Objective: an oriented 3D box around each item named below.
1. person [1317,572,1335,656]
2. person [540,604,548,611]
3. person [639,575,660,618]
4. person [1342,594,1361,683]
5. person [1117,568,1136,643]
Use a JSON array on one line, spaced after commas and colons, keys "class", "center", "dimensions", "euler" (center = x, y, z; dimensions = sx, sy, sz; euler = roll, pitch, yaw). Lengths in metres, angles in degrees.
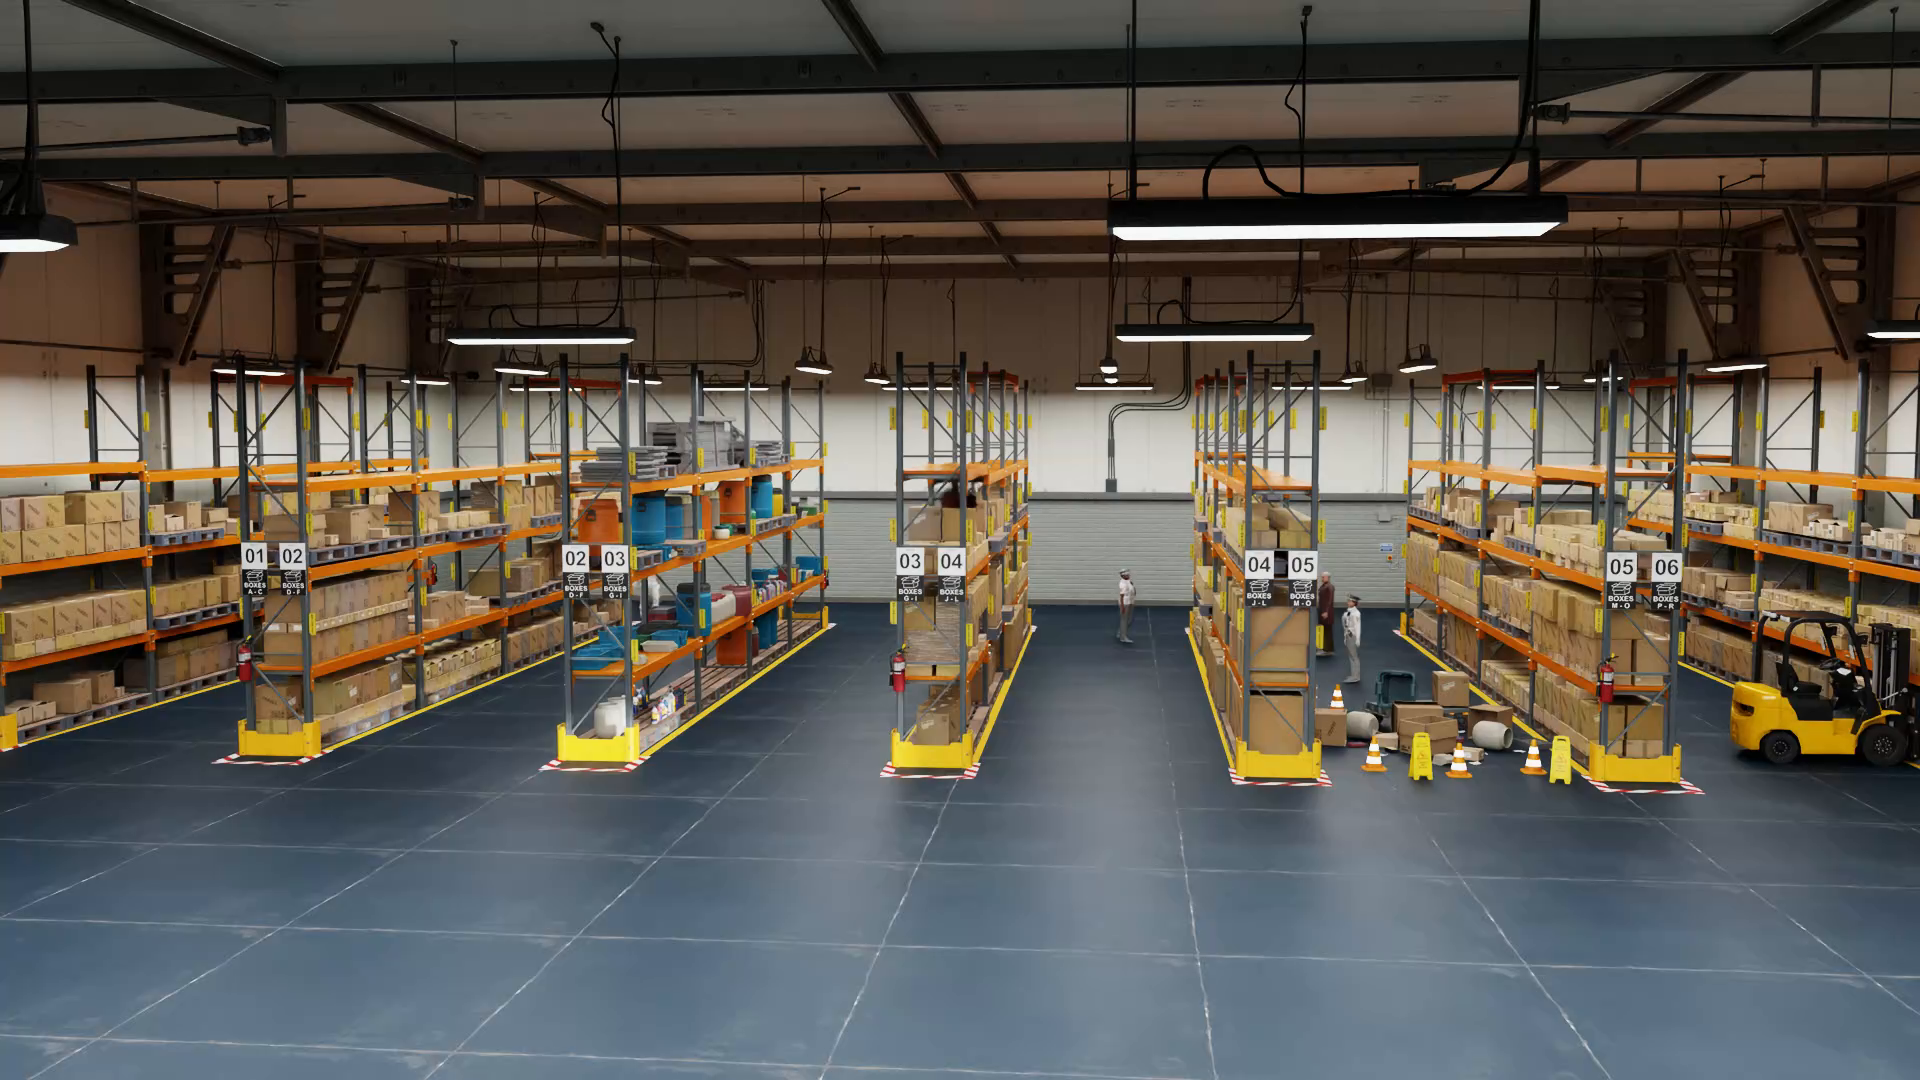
[{"class": "person", "center": [7.817, 1.572, 35.594], "dimensions": [0.391, 1.784, 0.604], "euler": [0, 4, 3]}, {"class": "person", "center": [-10.585, 1.178, 41.697], "dimensions": [0.848, 1.731, 0.662], "euler": [-2, 4, -21]}, {"class": "person", "center": [-7.783, 1.153, 41.840], "dimensions": [0.607, 1.744, 1.056], "euler": [-2, 5, -29]}, {"class": "person", "center": [7.533, 1.882, 32.028], "dimensions": [0.358, 1.694, 0.530], "euler": [1, 4, 10]}, {"class": "person", "center": [3.767, 1.480, 37.803], "dimensions": [0.419, 1.690, 0.524], "euler": [3, 5, 32]}]
